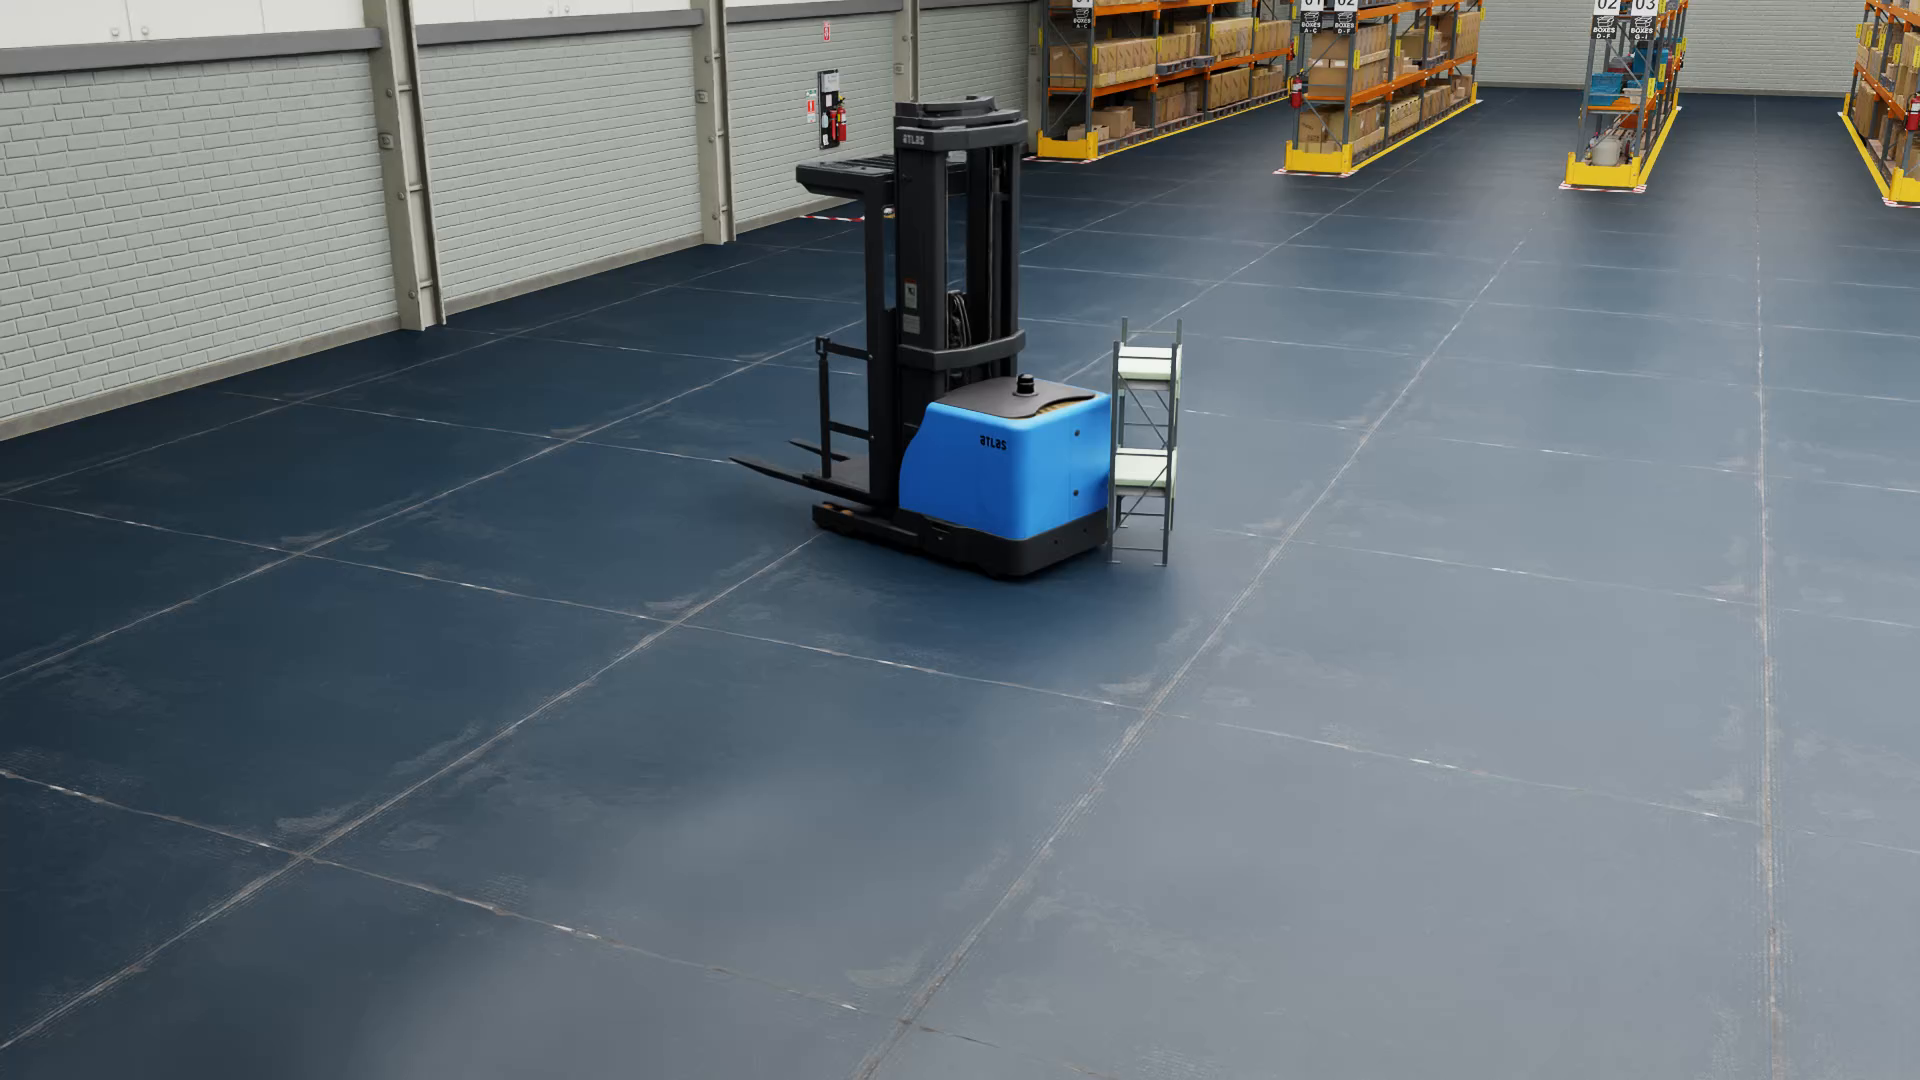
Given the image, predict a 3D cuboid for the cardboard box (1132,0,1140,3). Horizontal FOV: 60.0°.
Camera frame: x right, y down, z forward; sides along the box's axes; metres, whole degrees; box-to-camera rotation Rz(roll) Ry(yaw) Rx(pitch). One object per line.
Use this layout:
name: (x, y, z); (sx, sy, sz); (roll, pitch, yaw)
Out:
cardboard box: (3.313, -11.075, 33.479); (0.500, 0.500, 0.500); (8, 21, 21)

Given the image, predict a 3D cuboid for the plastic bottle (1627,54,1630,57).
plastic bottle: (14.729, -10.536, 36.692); (0.144, 0.351, 0.185); (9, 21, 23)

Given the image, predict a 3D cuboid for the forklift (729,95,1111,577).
forklift: (-0.402, -1.541, 11.426); (3.031, 2.935, 1.130); (17, 26, 39)

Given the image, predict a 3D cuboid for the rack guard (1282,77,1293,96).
rack guard: (8.629, -12.619, 46.206); (1.175, 0.500, 0.348); (9, 21, 23)

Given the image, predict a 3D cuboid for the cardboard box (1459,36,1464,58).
cardboard box: (12.166, -12.211, 41.178); (0.500, 0.500, 0.500); (9, 21, 24)

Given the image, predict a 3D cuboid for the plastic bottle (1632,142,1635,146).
plastic bottle: (12.397, -7.170, 30.568); (0.097, 0.271, 0.097); (0, 20, 0)

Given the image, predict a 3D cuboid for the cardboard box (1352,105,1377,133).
cardboard box: (7.819, -8.222, 32.469); (0.500, 0.500, 0.500); (9, 21, 23)

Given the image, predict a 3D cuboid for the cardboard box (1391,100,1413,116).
cardboard box: (9.458, -9.324, 35.851); (0.500, 0.311, 0.500); (8, 21, 22)

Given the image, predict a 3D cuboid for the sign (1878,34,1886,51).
sign: (18.392, -9.926, 33.174); (0.100, 0.325, 0.005); (9, 21, 23)

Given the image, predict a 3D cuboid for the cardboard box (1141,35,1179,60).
cardboard box: (4.421, -10.902, 36.841); (0.700, 0.500, 0.500); (12, 23, 30)

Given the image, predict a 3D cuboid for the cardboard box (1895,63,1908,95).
cardboard box: (16.785, -7.992, 28.873); (0.875, 0.500, 0.500); (9, 21, 23)

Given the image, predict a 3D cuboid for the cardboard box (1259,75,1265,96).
cardboard box: (7.590, -11.955, 43.711); (0.700, 0.500, 0.500); (8, 21, 22)

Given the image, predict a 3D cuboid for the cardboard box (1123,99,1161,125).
cardboard box: (3.991, -9.378, 36.436); (0.700, 0.500, 0.500); (9, 22, 25)

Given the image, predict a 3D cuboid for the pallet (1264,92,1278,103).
pallet: (7.862, -11.849, 44.472); (1.003, 0.211, 1.213); (9, 21, 23)

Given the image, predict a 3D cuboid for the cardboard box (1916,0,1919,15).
cardboard box: (16.210, -8.847, 27.617); (0.500, 0.250, 0.500); (8, 21, 22)

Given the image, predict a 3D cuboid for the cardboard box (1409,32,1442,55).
cardboard box: (10.835, -11.585, 38.791); (0.700, 0.500, 0.500); (3, 20, 9)

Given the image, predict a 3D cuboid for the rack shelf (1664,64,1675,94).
rack shelf: (15.200, -10.257, 36.908); (1.077, 0.370, 4.000); (9, 21, 23)

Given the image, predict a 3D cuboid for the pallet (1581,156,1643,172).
pallet: (11.932, -6.874, 30.483); (1.003, 0.211, 1.213); (9, 21, 23)

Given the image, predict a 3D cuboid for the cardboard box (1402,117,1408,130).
cardboard box: (9.247, -8.905, 35.507); (0.500, 0.250, 0.500); (9, 21, 24)

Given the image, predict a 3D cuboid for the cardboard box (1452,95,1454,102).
cardboard box: (12.216, -11.125, 41.846); (0.380, 0.166, 0.250); (9, 21, 23)

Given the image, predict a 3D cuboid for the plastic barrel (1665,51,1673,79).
plastic barrel: (14.468, -9.865, 34.529); (0.600, 0.536, 0.708); (9, 21, 23)

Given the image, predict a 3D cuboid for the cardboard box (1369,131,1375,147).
cardboard box: (7.830, -7.867, 32.590); (0.500, 0.250, 0.500); (9, 21, 23)

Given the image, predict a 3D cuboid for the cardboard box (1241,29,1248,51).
cardboard box: (6.822, -12.430, 41.322); (0.500, 0.500, 0.500); (9, 21, 23)

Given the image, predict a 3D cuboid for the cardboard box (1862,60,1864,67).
cardboard box: (20.680, -10.783, 37.689); (0.380, 0.149, 0.250); (9, 21, 24)

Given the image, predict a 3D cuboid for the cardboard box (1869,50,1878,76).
cardboard box: (19.711, -10.162, 35.417); (0.500, 0.500, 0.500); (8, 21, 21)

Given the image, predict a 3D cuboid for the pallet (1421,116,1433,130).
pallet: (10.204, -9.575, 38.077); (1.003, 0.211, 1.213); (9, 21, 23)

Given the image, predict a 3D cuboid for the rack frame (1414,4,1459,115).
rack frame: (11.502, -11.888, 40.420); (1.000, 3.000, 0.127); (9, 21, 23)

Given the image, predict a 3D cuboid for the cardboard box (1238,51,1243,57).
cardboard box: (6.817, -12.073, 41.286); (0.380, 0.149, 0.250); (9, 21, 23)

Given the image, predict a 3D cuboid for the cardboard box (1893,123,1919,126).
cardboard box: (17.974, -7.611, 31.467); (0.700, 0.500, 0.500); (7, 21, 18)

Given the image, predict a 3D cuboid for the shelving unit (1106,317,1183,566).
shelving unit: (1.234, -0.668, 11.108); (0.431, 1.500, 0.755); (3, 20, 9)

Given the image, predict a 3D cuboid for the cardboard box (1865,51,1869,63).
cardboard box: (20.479, -10.768, 37.051); (0.500, 0.250, 0.500); (8, 21, 22)

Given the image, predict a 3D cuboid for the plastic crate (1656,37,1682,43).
plastic crate: (17.691, -12.347, 41.569); (0.616, 0.435, 0.499); (9, 21, 23)

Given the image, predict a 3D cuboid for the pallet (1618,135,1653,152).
pallet: (13.528, -8.068, 33.839); (1.003, 0.211, 1.213); (9, 21, 23)

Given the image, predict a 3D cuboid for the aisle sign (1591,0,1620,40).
aisle sign: (10.805, -8.783, 27.808); (0.394, 0.787, 0.004); (9, 21, 23)

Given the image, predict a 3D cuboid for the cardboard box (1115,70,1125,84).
cardboard box: (2.970, -9.258, 33.220); (0.500, 0.250, 0.500); (8, 21, 22)

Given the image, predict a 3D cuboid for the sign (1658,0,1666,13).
sign: (11.606, -8.880, 27.471); (0.100, 0.325, 0.005); (9, 21, 23)

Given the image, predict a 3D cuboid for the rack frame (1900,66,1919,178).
rack frame: (15.624, -6.860, 26.280); (1.000, 3.000, 0.127); (9, 21, 23)

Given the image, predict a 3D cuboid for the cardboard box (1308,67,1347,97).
cardboard box: (6.791, -8.408, 30.485); (0.700, 0.500, 0.500); (9, 21, 23)

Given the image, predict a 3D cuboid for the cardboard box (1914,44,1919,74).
cardboard box: (15.624, -7.720, 26.614); (0.500, 0.500, 0.500); (9, 21, 23)

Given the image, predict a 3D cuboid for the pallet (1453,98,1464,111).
pallet: (12.282, -11.158, 42.530); (1.003, 0.211, 1.213); (9, 21, 23)

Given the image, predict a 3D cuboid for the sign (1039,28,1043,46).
sign: (1.569, -9.675, 31.998); (0.100, 0.325, 0.005); (9, 21, 23)

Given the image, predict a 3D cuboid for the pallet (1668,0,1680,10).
pallet: (12.537, -9.852, 30.501); (1.213, 0.211, 1.003); (9, 21, 23)

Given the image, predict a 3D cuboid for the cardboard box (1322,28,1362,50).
cardboard box: (7.023, -9.197, 30.767); (0.700, 0.500, 0.500); (8, 21, 21)

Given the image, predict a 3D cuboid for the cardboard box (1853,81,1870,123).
cardboard box: (20.294, -9.526, 36.323); (1.225, 0.875, 0.875); (9, 21, 23)

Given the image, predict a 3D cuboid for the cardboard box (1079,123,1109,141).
cardboard box: (2.666, -8.212, 33.440); (0.500, 0.311, 0.500); (11, 22, 27)

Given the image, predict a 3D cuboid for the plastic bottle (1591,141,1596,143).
plastic bottle: (11.643, -7.200, 30.647); (0.152, 0.276, 0.135); (8, 21, 21)

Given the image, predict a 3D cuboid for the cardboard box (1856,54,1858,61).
cardboard box: (21.730, -11.569, 39.898); (0.380, 0.149, 0.250); (9, 21, 23)

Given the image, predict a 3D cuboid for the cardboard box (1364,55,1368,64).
cardboard box: (7.471, -9.057, 31.342); (0.380, 0.149, 0.250); (8, 21, 22)

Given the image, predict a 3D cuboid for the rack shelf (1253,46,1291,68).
rack shelf: (7.800, -12.839, 44.168); (1.077, 0.370, 4.000); (9, 21, 23)

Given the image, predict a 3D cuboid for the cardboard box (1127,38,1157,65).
cardboard box: (3.794, -10.226, 34.822); (0.500, 0.500, 0.500); (8, 21, 23)

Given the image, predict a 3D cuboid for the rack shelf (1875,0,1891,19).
rack shelf: (19.719, -10.991, 34.494); (1.077, 0.370, 4.000); (9, 21, 23)

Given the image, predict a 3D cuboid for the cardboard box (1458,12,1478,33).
cardboard box: (13.002, -13.301, 42.751); (0.500, 0.500, 0.500); (9, 22, 24)

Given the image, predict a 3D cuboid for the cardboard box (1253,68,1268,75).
cardboard box: (7.901, -12.346, 43.844); (0.380, 0.149, 0.250); (8, 21, 21)

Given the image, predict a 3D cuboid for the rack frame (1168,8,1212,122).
rack frame: (5.343, -11.344, 38.890); (1.000, 3.000, 0.127); (9, 21, 23)

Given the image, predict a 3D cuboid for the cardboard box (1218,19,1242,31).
cardboard box: (6.596, -12.628, 40.758); (0.500, 0.250, 0.500); (9, 21, 24)

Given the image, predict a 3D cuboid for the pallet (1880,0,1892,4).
pallet: (19.115, -10.833, 33.260); (1.213, 0.211, 1.003); (10, 22, 25)

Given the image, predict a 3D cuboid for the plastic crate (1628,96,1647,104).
plastic crate: (11.766, -7.644, 28.881); (0.298, 0.136, 0.250); (9, 21, 23)

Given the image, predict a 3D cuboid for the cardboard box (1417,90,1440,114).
cardboard box: (10.939, -10.269, 38.940); (0.500, 0.500, 0.500); (8, 21, 21)
